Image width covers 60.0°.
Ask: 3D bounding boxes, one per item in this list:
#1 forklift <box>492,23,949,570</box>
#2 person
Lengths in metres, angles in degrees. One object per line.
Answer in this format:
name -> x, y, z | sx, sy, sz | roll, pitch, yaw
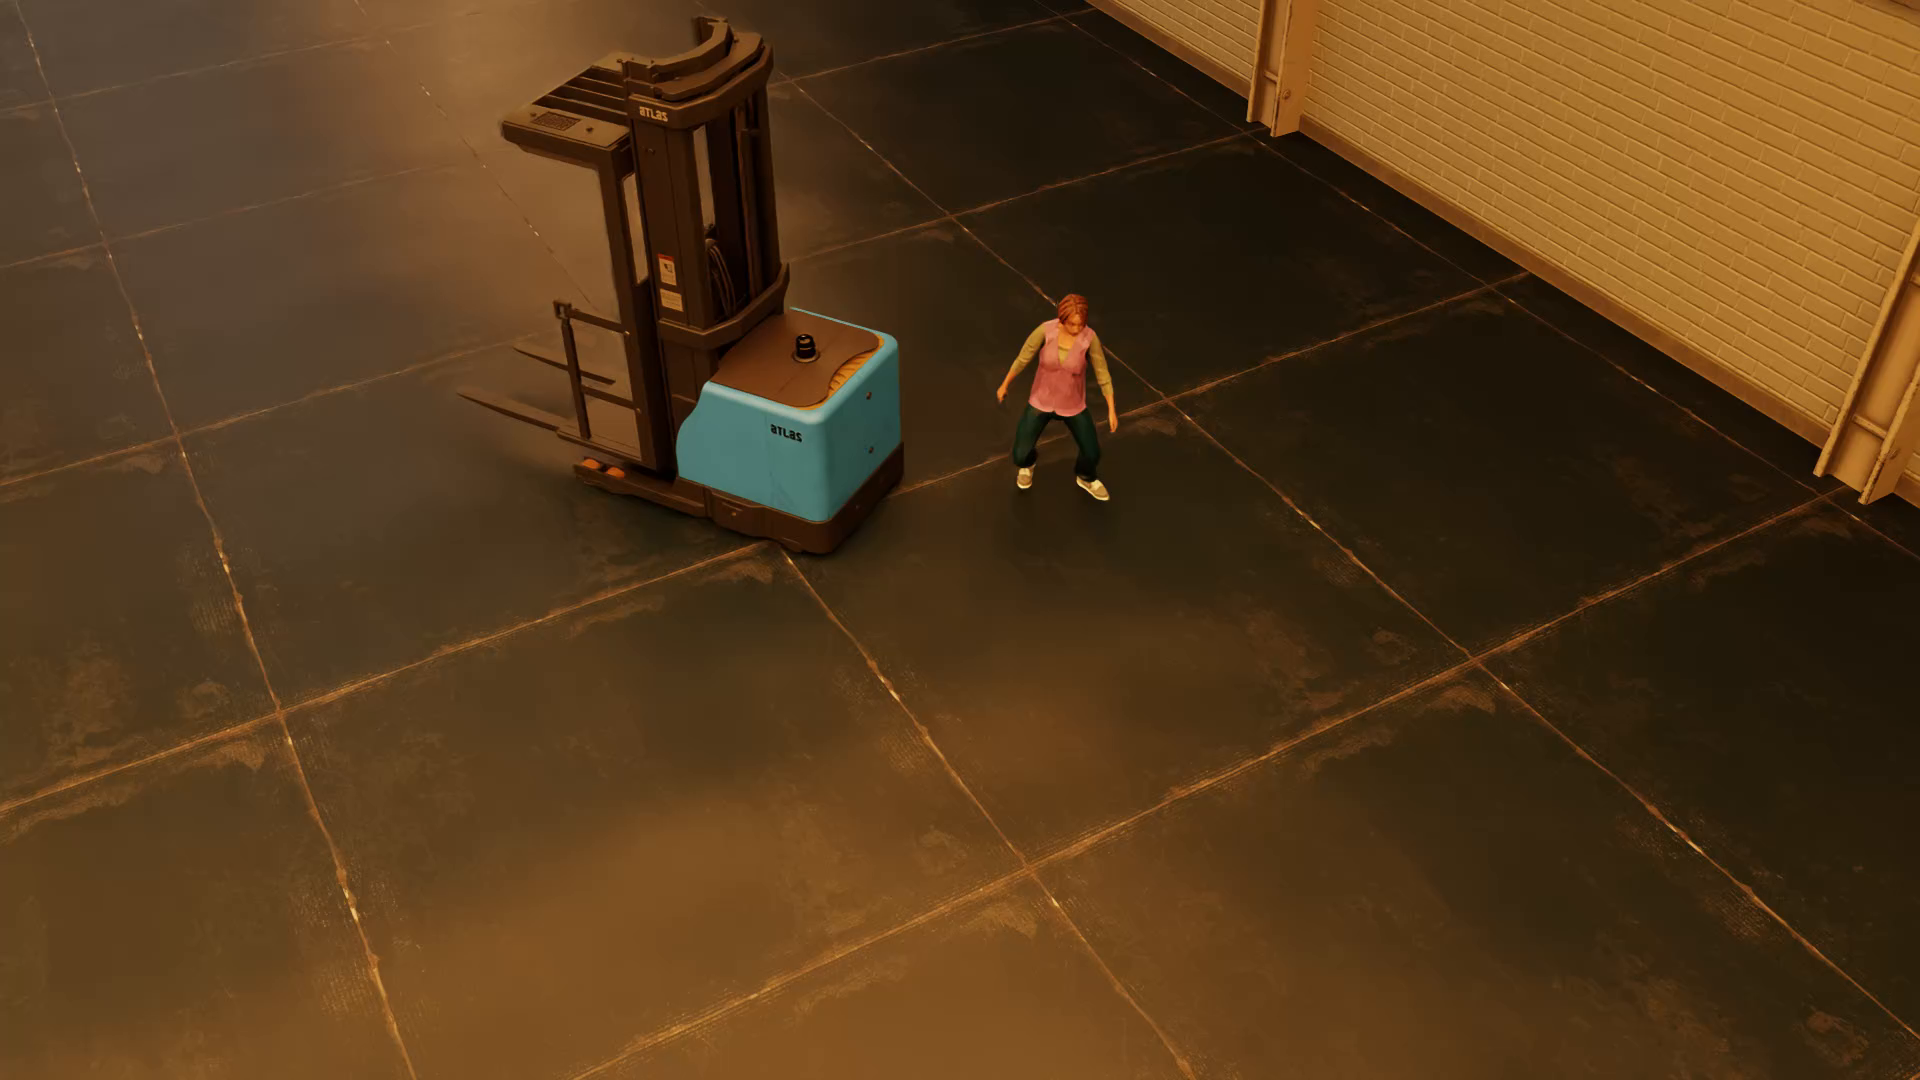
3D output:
forklift -> -1.622, -1.611, 9.979 | 3.031, 2.935, 1.130 | 18, 43, 21
person -> 0.630, -0.998, 10.325 | 0.732, 1.565, 0.388 | 12, 41, 14
